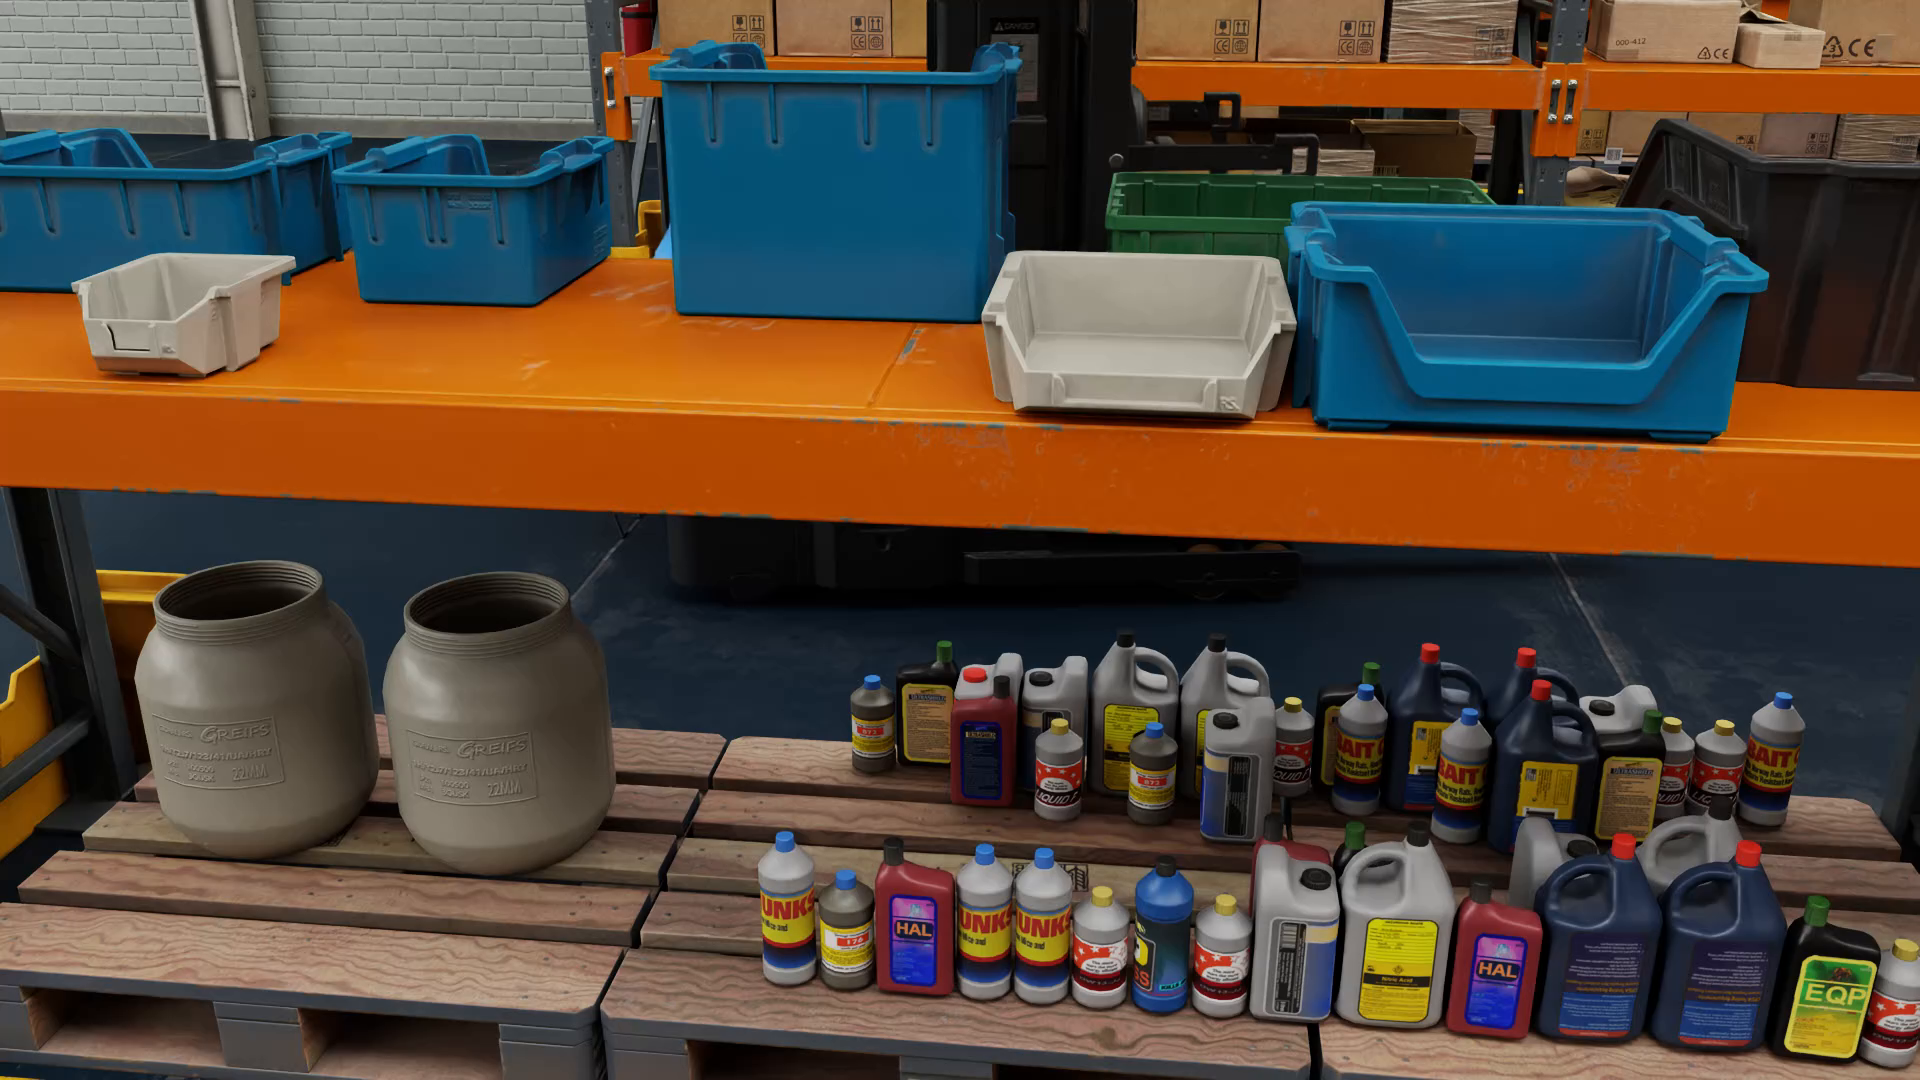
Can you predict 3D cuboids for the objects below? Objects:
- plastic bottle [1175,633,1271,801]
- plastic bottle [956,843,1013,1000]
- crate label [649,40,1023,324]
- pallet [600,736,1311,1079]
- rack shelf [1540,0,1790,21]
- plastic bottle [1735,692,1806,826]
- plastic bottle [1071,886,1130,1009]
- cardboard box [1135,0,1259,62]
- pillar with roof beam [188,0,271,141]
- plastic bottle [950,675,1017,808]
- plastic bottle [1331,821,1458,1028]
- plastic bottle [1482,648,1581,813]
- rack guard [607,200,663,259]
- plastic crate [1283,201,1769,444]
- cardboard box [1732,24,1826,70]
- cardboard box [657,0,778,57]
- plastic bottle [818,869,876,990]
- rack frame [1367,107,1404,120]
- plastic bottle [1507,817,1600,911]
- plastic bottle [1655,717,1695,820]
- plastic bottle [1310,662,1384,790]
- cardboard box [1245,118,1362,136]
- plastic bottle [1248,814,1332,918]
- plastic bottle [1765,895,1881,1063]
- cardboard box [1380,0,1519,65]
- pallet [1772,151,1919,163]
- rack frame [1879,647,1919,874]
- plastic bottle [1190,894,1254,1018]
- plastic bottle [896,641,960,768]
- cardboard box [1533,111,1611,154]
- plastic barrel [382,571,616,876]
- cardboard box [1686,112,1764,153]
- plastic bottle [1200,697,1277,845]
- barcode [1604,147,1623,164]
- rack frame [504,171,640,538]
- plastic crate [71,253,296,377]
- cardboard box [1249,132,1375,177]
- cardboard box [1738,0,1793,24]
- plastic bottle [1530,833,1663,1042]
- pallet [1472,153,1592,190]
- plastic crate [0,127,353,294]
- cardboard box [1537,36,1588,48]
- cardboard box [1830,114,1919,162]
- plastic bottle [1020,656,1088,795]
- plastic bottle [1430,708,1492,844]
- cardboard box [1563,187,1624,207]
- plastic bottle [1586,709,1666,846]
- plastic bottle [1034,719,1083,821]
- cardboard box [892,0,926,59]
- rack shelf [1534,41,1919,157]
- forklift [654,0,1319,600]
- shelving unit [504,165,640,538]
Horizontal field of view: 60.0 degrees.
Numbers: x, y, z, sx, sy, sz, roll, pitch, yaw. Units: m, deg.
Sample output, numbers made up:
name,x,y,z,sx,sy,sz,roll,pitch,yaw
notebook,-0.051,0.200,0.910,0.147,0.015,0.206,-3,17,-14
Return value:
name,x,y,z,sx,sy,sz,roll,pitch,yaw
plastic bottle,0.548,0.360,3.453,0.185,0.351,0.144,2,22,6
plastic bottle,0.042,0.644,2.843,0.097,0.271,0.097,0,22,0
crate label,-0.203,-0.663,2.988,0.616,0.435,0.502,2,22,6
pallet,0.033,0.747,3.264,1.213,0.211,1.003,2,22,6
rack shelf,5.062,-3.650,11.571,4.000,0.370,1.077,2,22,6
plastic bottle,1.645,0.436,3.369,0.097,0.271,0.097,0,22,0
plastic bottle,0.240,0.685,2.834,0.097,0.201,0.097,0,22,0
cardboard box,1.033,-2.369,7.217,0.500,0.500,0.700,3,22,7
pillar with roof beam,-6.564,-6.007,8.395,0.400,9.000,9.100,2,22,6
plastic bottle,0.048,0.411,3.417,0.133,0.283,0.061,2,22,6
plastic bottle,0.725,0.628,2.775,0.185,0.351,0.144,2,22,6
plastic bottle,1.157,0.387,3.386,0.185,0.351,0.144,3,22,8
rack guard,-1.499,-1.274,7.982,0.348,0.500,1.175,2,22,6
plastic crate,0.779,-0.334,2.406,0.616,0.251,0.499,2,22,6
cardboard box,3.352,-2.033,6.843,0.250,0.149,0.380,2,22,6
cardboard box,-1.014,-2.457,7.439,0.500,0.500,0.700,3,22,6
plastic bottle,-0.196,0.666,2.882,0.097,0.201,0.097,0,22,0
rack frame,3.076,-4.071,11.657,0.127,3.000,1.000,2,22,6
plastic bottle,1.038,0.622,2.893,0.135,0.276,0.152,2,22,6
plastic bottle,1.443,0.460,3.404,0.097,0.201,0.097,0,22,0
plastic bottle,0.811,0.388,3.476,0.133,0.283,0.061,3,22,9
cardboard box,1.575,-1.681,7.760,0.500,0.500,0.500,2,22,6
plastic bottle,0.576,0.612,2.907,0.133,0.283,0.061,2,22,6
plastic bottle,1.393,0.704,2.675,0.133,0.283,0.061,4,22,9
cardboard box,2.055,-2.326,7.107,0.500,0.500,0.700,2,22,5
pallet,6.272,-2.636,11.819,1.213,0.211,1.003,2,22,6
rack frame,1.910,-0.454,2.508,0.127,3.000,1.000,2,22,6
plastic bottle,0.444,0.694,2.812,0.097,0.201,0.097,0,22,0
plastic bottle,-0.069,0.349,3.572,0.133,0.283,0.061,3,22,8
cardboard box,4.328,-3.083,11.961,0.500,0.500,0.700,2,22,5
plastic barrel,-0.902,0.357,3.270,0.421,0.512,0.421,0,22,0
cardboard box,5.332,-3.028,11.821,0.500,0.500,0.700,2,22,6
plastic bottle,0.555,0.450,3.327,0.135,0.276,0.152,2,22,6
barcode,2.701,-1.588,6.872,0.075,0.075,0.001,2,22,6
rack frame,-1.272,-0.588,5.361,0.006,1.200,0.240,-14,20,10
plastic crate,-1.211,-0.348,2.599,0.250,0.136,0.298,2,22,6
cardboard box,1.515,-1.494,7.287,0.500,0.500,0.500,2,22,6
cardboard box,3.391,-2.229,7.180,0.258,0.266,0.396,2,22,5
plastic bottle,1.046,0.642,2.740,0.185,0.351,0.144,1,22,4
pallet,3.849,-2.741,12.086,1.213,0.211,1.003,2,22,6
plastic crate,-1.530,-0.645,3.195,0.616,0.251,0.499,2,22,6
cardboard box,4.246,-3.418,11.788,0.500,0.250,0.500,2,22,5
cardboard box,6.327,-2.952,11.629,0.500,0.500,0.700,3,22,7
plastic bottle,0.198,0.381,3.502,0.135,0.276,0.152,2,22,5
plastic bottle,0.999,0.462,3.305,0.097,0.271,0.097,0,22,0
cardboard box,2.878,-1.331,7.132,0.500,0.311,0.500,3,22,6
plastic bottle,1.309,0.466,3.278,0.133,0.283,0.061,2,22,6
plastic bottle,0.202,0.462,3.398,0.097,0.201,0.097,0,22,0
cardboard box,0.001,-2.412,7.326,0.500,0.500,0.700,3,22,7
rack shelf,4.483,-1.841,6.996,4.000,0.370,1.077,2,22,6
forklift,0.623,-1.377,4.936,3.031,2.935,1.130,-1,22,-3
shelving unit,-1.184,-0.610,5.345,0.189,1.200,0.258,-14,20,10
